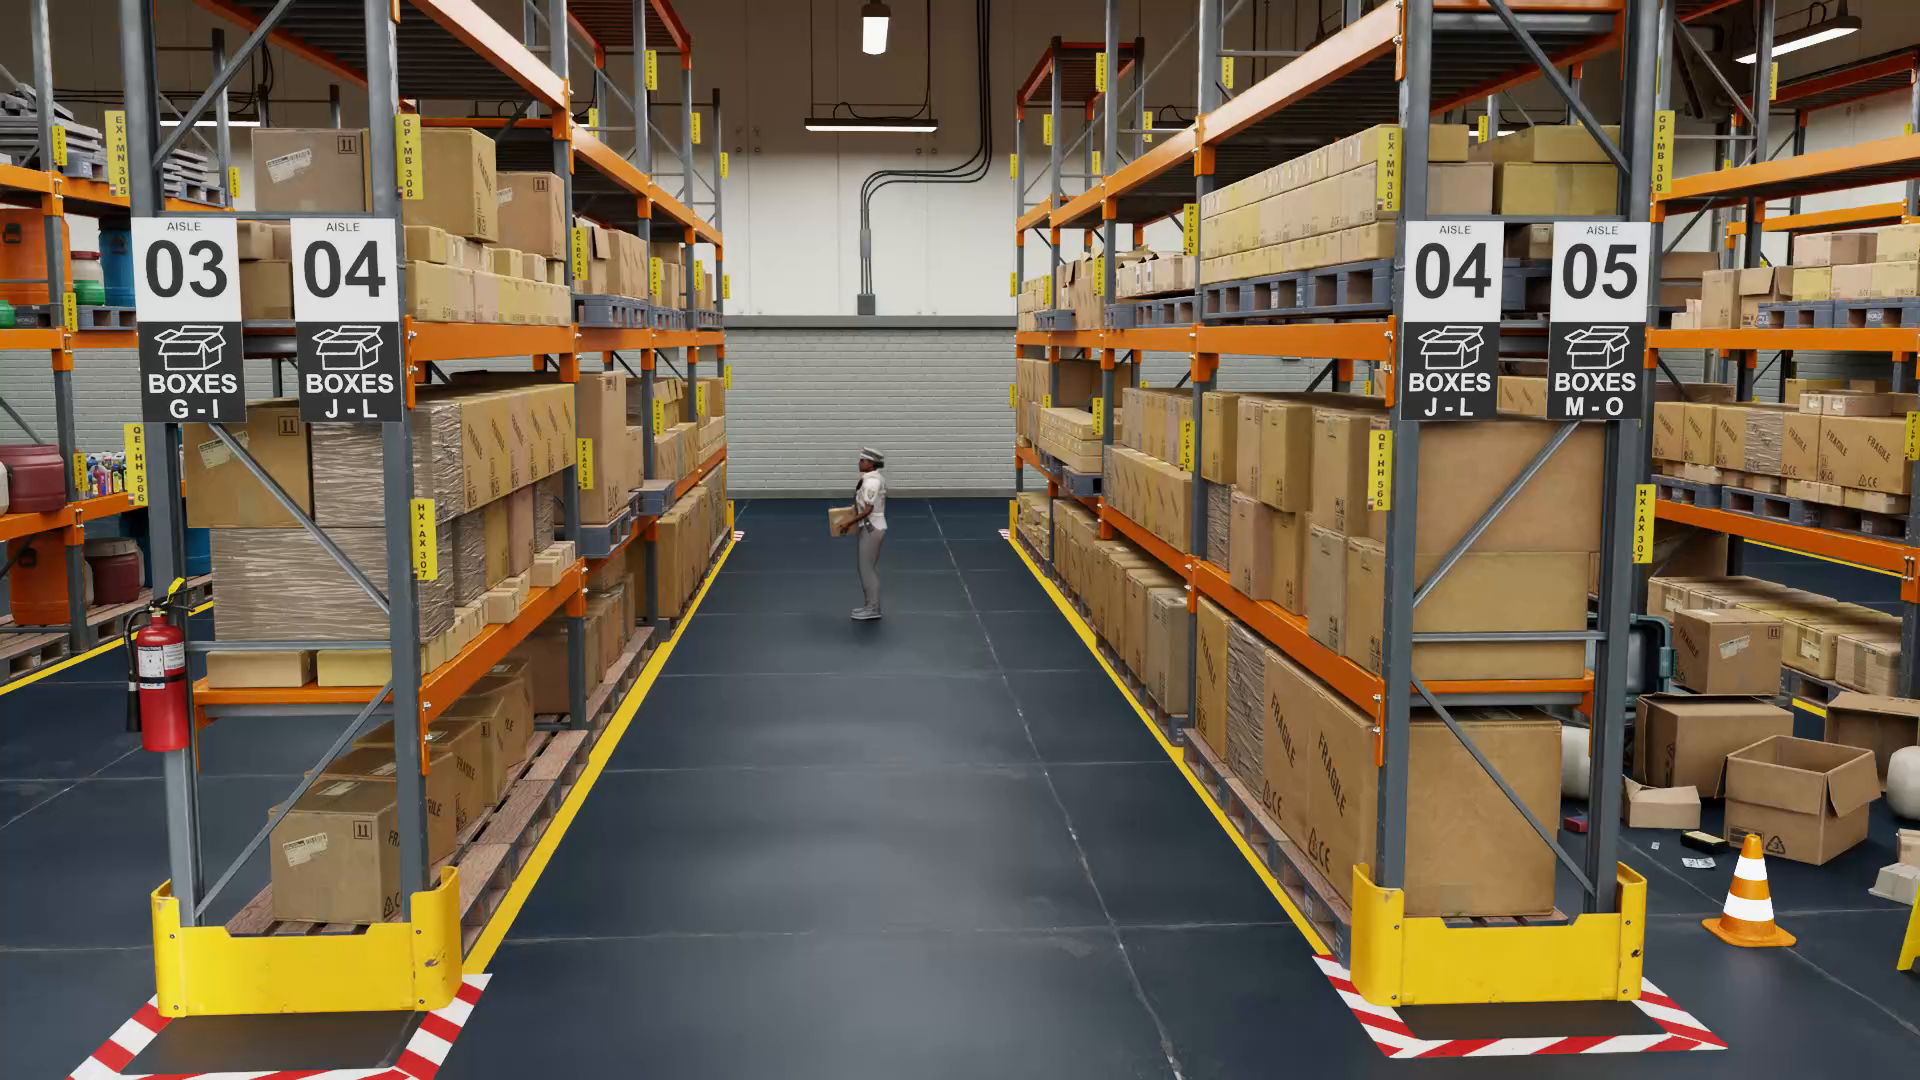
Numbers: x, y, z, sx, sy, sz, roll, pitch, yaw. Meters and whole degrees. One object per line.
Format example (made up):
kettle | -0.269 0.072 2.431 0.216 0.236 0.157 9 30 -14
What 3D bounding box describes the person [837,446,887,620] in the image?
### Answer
person | -0.960 -0.080 16.274 0.497 1.692 0.470 -1 7 -4
